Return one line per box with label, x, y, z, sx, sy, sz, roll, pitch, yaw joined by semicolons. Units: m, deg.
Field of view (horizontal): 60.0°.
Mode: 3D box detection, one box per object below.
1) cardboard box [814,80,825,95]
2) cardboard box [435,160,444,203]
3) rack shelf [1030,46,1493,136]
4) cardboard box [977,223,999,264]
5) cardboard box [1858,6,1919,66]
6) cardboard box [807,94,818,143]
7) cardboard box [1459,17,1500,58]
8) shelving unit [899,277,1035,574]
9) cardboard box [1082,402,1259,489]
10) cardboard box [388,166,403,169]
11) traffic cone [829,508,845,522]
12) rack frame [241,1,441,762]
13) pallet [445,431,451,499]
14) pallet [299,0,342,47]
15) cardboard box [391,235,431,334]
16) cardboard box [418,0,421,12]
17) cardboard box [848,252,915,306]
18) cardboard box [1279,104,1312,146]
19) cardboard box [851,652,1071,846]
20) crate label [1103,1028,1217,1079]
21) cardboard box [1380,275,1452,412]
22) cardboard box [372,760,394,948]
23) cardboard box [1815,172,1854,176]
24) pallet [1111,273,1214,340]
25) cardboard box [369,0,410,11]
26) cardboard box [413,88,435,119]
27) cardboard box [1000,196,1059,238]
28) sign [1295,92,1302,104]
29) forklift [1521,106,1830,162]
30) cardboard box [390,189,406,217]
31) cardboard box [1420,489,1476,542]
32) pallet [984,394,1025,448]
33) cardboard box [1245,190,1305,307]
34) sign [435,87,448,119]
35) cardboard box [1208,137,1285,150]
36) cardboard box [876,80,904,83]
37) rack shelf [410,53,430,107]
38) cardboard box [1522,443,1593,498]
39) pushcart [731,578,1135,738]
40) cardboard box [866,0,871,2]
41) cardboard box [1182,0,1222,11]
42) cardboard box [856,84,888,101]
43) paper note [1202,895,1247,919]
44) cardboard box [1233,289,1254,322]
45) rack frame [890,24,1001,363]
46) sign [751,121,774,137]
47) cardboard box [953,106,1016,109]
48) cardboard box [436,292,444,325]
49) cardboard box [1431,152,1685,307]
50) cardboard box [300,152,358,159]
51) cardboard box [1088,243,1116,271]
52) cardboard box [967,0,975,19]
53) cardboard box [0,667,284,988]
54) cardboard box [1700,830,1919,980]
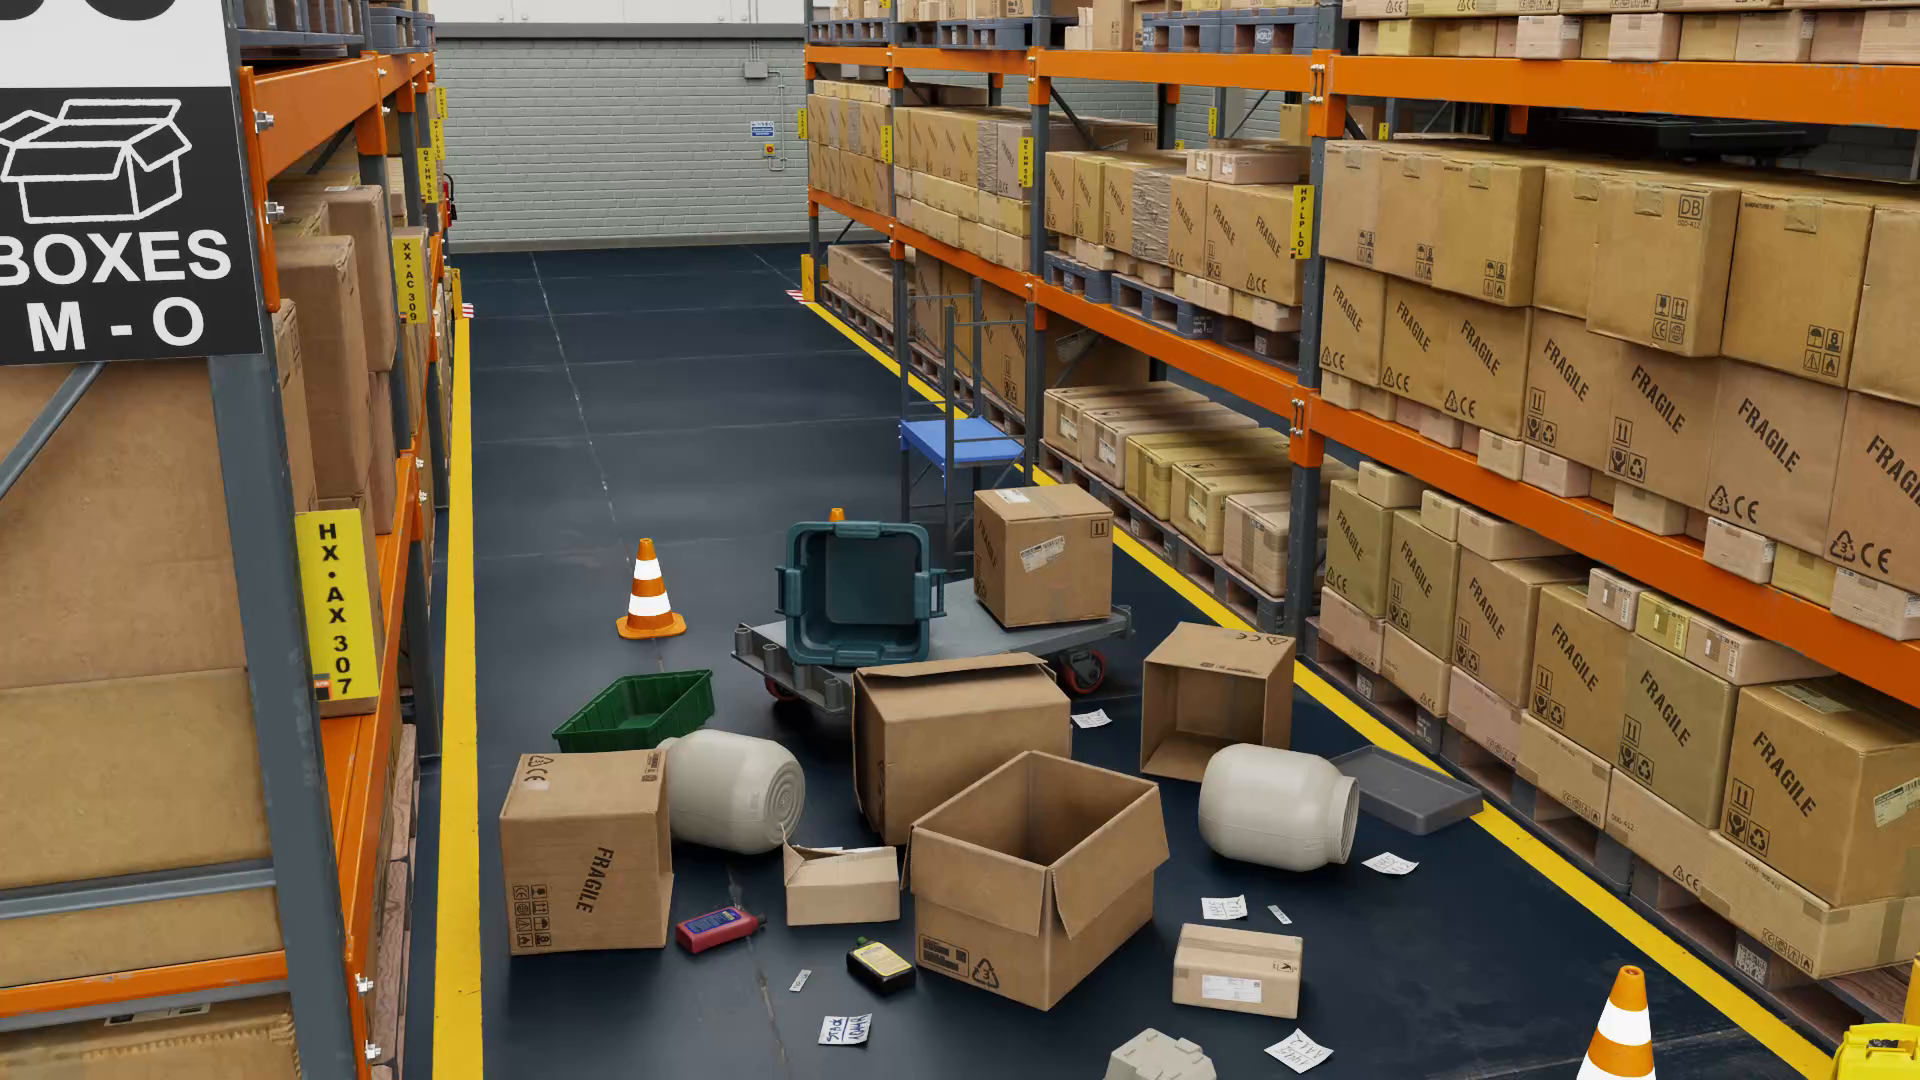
cardboard box;-1.392;-4.959;18.206;0.380;0.149;0.250;-4;17;-14
cardboard box;-4.996;-3.341;15.171;0.500;0.500;0.500;-5;17;-16
rack shelf;1.525;-2.567;9.321;1.077;0.370;4.000;-5;17;-15
cardboard box;0.431;-2.216;12.376;0.500;0.250;0.500;-4;17;-14
cardboard box;2.666;-1.351;4.458;0.380;0.149;0.250;-4;17;-14
cardboard box;-1.365;-4.613;18.182;0.500;0.500;0.500;-5;17;-16
cardboard box;2.147;-1.924;6.365;0.380;0.149;0.250;-4;17;-14
shelving unit;0.023;-0.695;9.658;0.538;1.500;1.048;-5;17;-15
cardboard box;1.331;-0.610;10.608;0.950;0.372;0.625;-5;17;-16
cardboard box;-4.278;-2.699;12.396;0.380;0.149;0.250;-5;18;-17
traffic cone;-0.654;0.059;8.950;0.336;0.463;0.334;-5;17;-15
rack frame;-2.657;-0.503;6.412;1.000;3.000;0.127;-5;17;-15
pallet;-3.970;-0.490;11.216;1.003;0.211;1.213;-5;17;-15
pallet;-2.111;-1.333;4.115;1.003;0.211;1.213;-5;17;-15
cardboard box;-3.239;-1.416;9.277;0.500;0.500;0.500;-5;17;-15
cardboard box;-4.757;-4.472;13.803;0.500;0.250;0.500;-4;17;-13
cardboard box;-0.686;-2.788;17.744;0.875;0.438;0.875;-4;17;-14
cardboard box;3.826;-4.503;18.169;0.500;0.500;0.500;-4;17;-14
cardboard box;-0.008;0.771;6.274;0.797;0.637;0.503;-5;17;-15
crate label;0.566;1.508;4.695;0.298;0.136;0.250;16;23;42
cardboard box;2.088;-0.832;6.816;0.500;0.500;0.500;-5;17;-15
cardboard box;-2.300;0.742;5.230;0.875;0.875;0.875;-5;17;-15
cardboard box;6.222;-2.566;11.981;0.380;0.149;0.250;-5;17;-15
pallet;1.558;-1.392;9.706;1.003;0.211;1.213;-5;17;-15
cardboard box;-3.658;-3.273;10.245;0.500;0.500;0.500;-5;17;-15
cardboard box;-5.011;-3.813;15.002;0.500;0.500;0.500;-4;17;-14
cardboard box;0.598;-2.310;11.820;0.500;0.250;0.500;-5;17;-15
sign;4.087;-5.379;20.083;0.100;0.325;0.005;-5;17;-15
forklift;3.520;-1.087;8.476;1.130;2.935;3.031;-7;18;-21
cardboard box;-3.699;-2.119;10.466;0.380;0.149;0.250;-5;17;-15
cardboard box;2.097;-0.110;6.723;0.380;0.149;0.250;-4;17;-13
pallet;0.831;-0.917;12.638;1.003;0.211;1.213;-5;17;-15
cardboard box;1.727;-1.423;8.055;0.500;0.500;0.500;-5;17;-16
sign;-5.416;-4.566;17.377;0.100;0.325;0.005;-5;17;-15
cardboard box;1.696;-2.300;9.848;0.380;0.149;0.250;-6;18;-18
cardboard box;-0.688;-4.862;17.885;0.380;0.149;0.250;-5;17;-16
rack shelf;-4.306;-3.254;11.609;1.077;0.370;4.000;-5;17;-15
cardboard box;2.291;-0.267;6.064;0.380;0.149;0.250;-5;17;-15
pushcart;-0.104;0.528;7.539;1.648;0.377;0.936;-12;20;-34
cardboard box;-0.526;-5.240;15.886;0.797;0.503;0.637;-3;17;-11
cardboard box;1.501;-2.919;8.774;0.500;0.250;0.500;-4;17;-15
cardboard box;-0.805;-4.391;16.316;0.380;0.149;0.250;-5;17;-16
paper note;0.911;1.261;5.721;0.148;0.019;0.142;1;17;4
cardboard box;1.612;-1.198;8.432;0.380;0.149;0.250;-5;17;-17
rack frame;-0.124;-3.135;15.174;1.000;3.000;0.127;-5;17;-15
sign;-2.859;-5.942;24.049;0.327;0.218;0.001;-5;17;-15
cardboard box;0.240;-3.558;14.671;0.500;0.500;0.500;-4;17;-13
cardboard box;-4.280;-1.749;12.874;0.500;0.250;0.500;-4;17;-13
cardboard box;2.218;-1.168;6.199;0.700;0.500;0.500;-5;17;-16
cardboard box;-3.359;-1.729;8.583;0.700;0.500;0.500;-5;17;-16
cardboard box;1.018;-1.767;10.326;0.380;0.149;0.250;-5;17;-15
cardboard box;0.260;-3.955;12.194;0.396;0.266;0.258;-5;17;-17
cardboard box;-1.704;0.433;3.036;0.875;0.550;0.550;-5;17;-15
cardboard box;2.686;1.091;5.155;0.500;0.250;0.500;-5;17;-16
